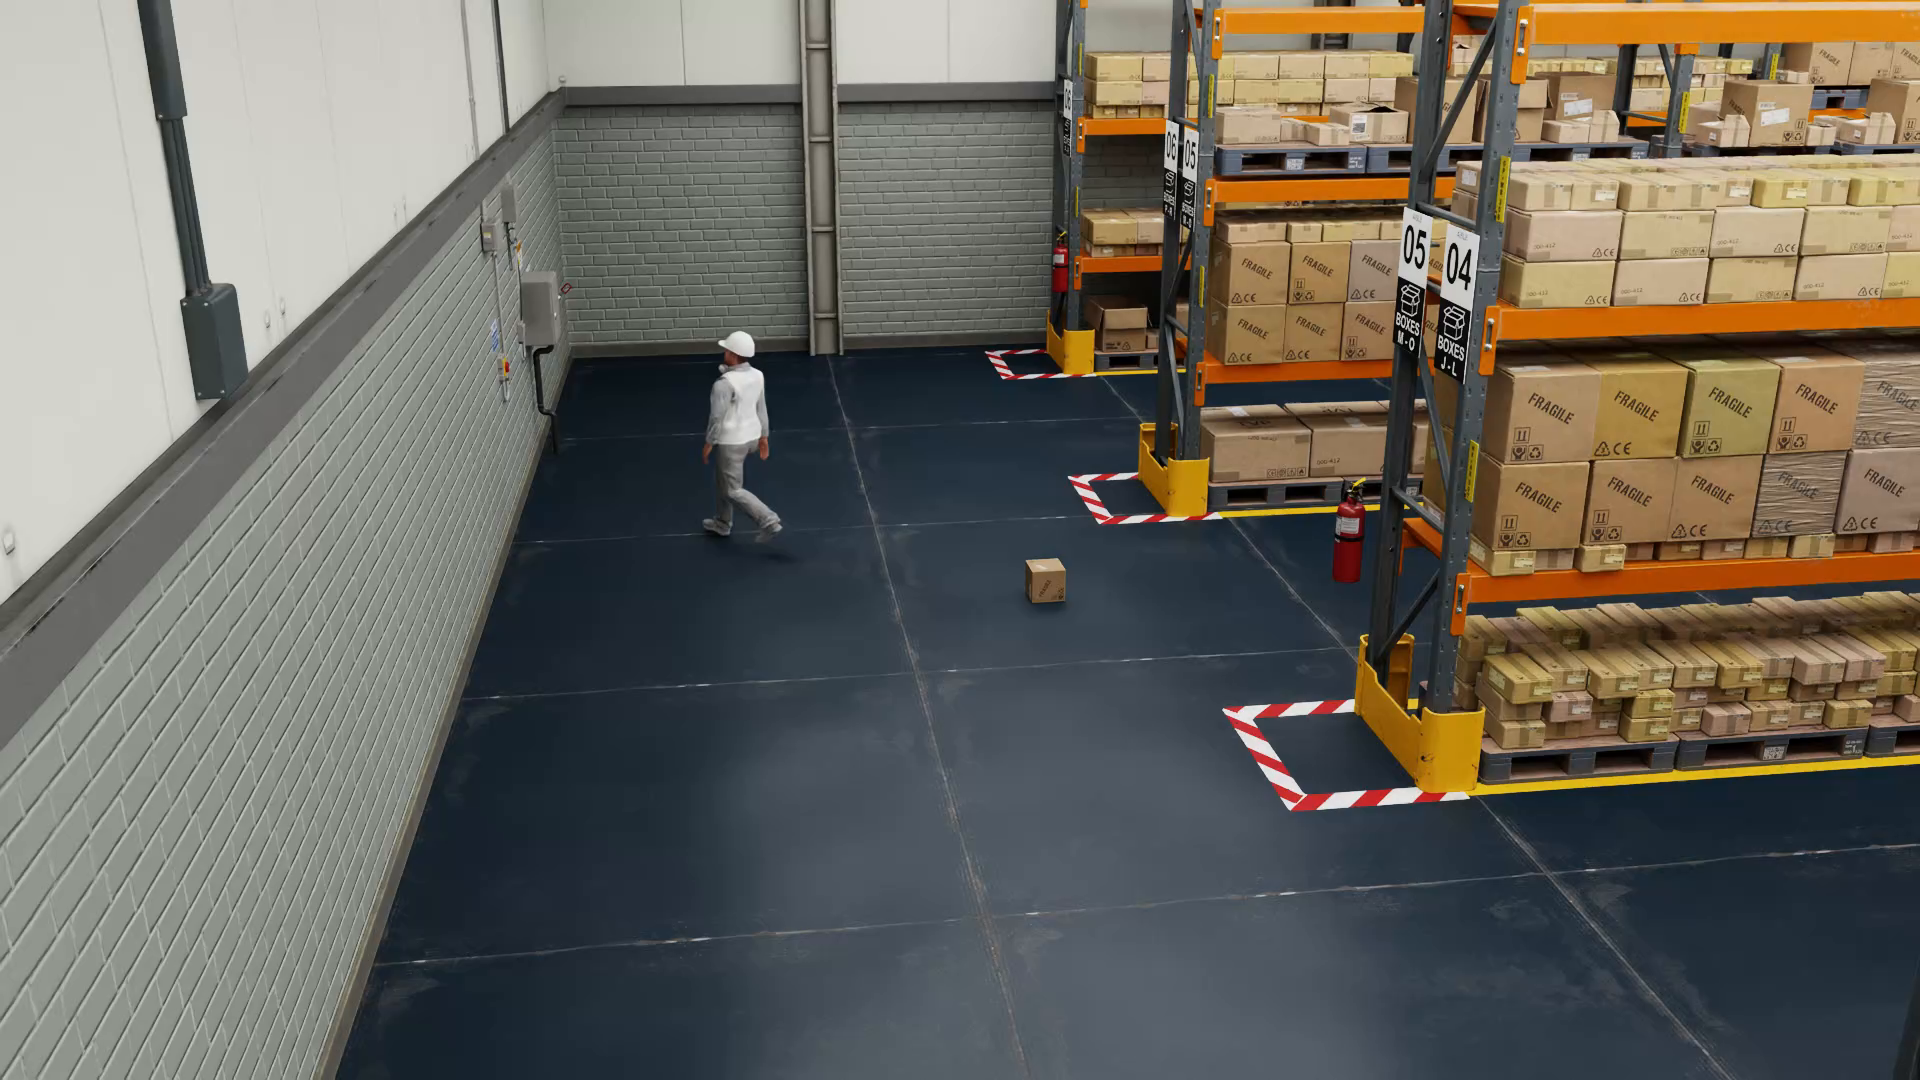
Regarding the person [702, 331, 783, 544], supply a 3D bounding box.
[{"bbox_3d":[-1.779,-0.805,13.267,0.934,1.734,0.543,11,22,27],"label":"person"}]
